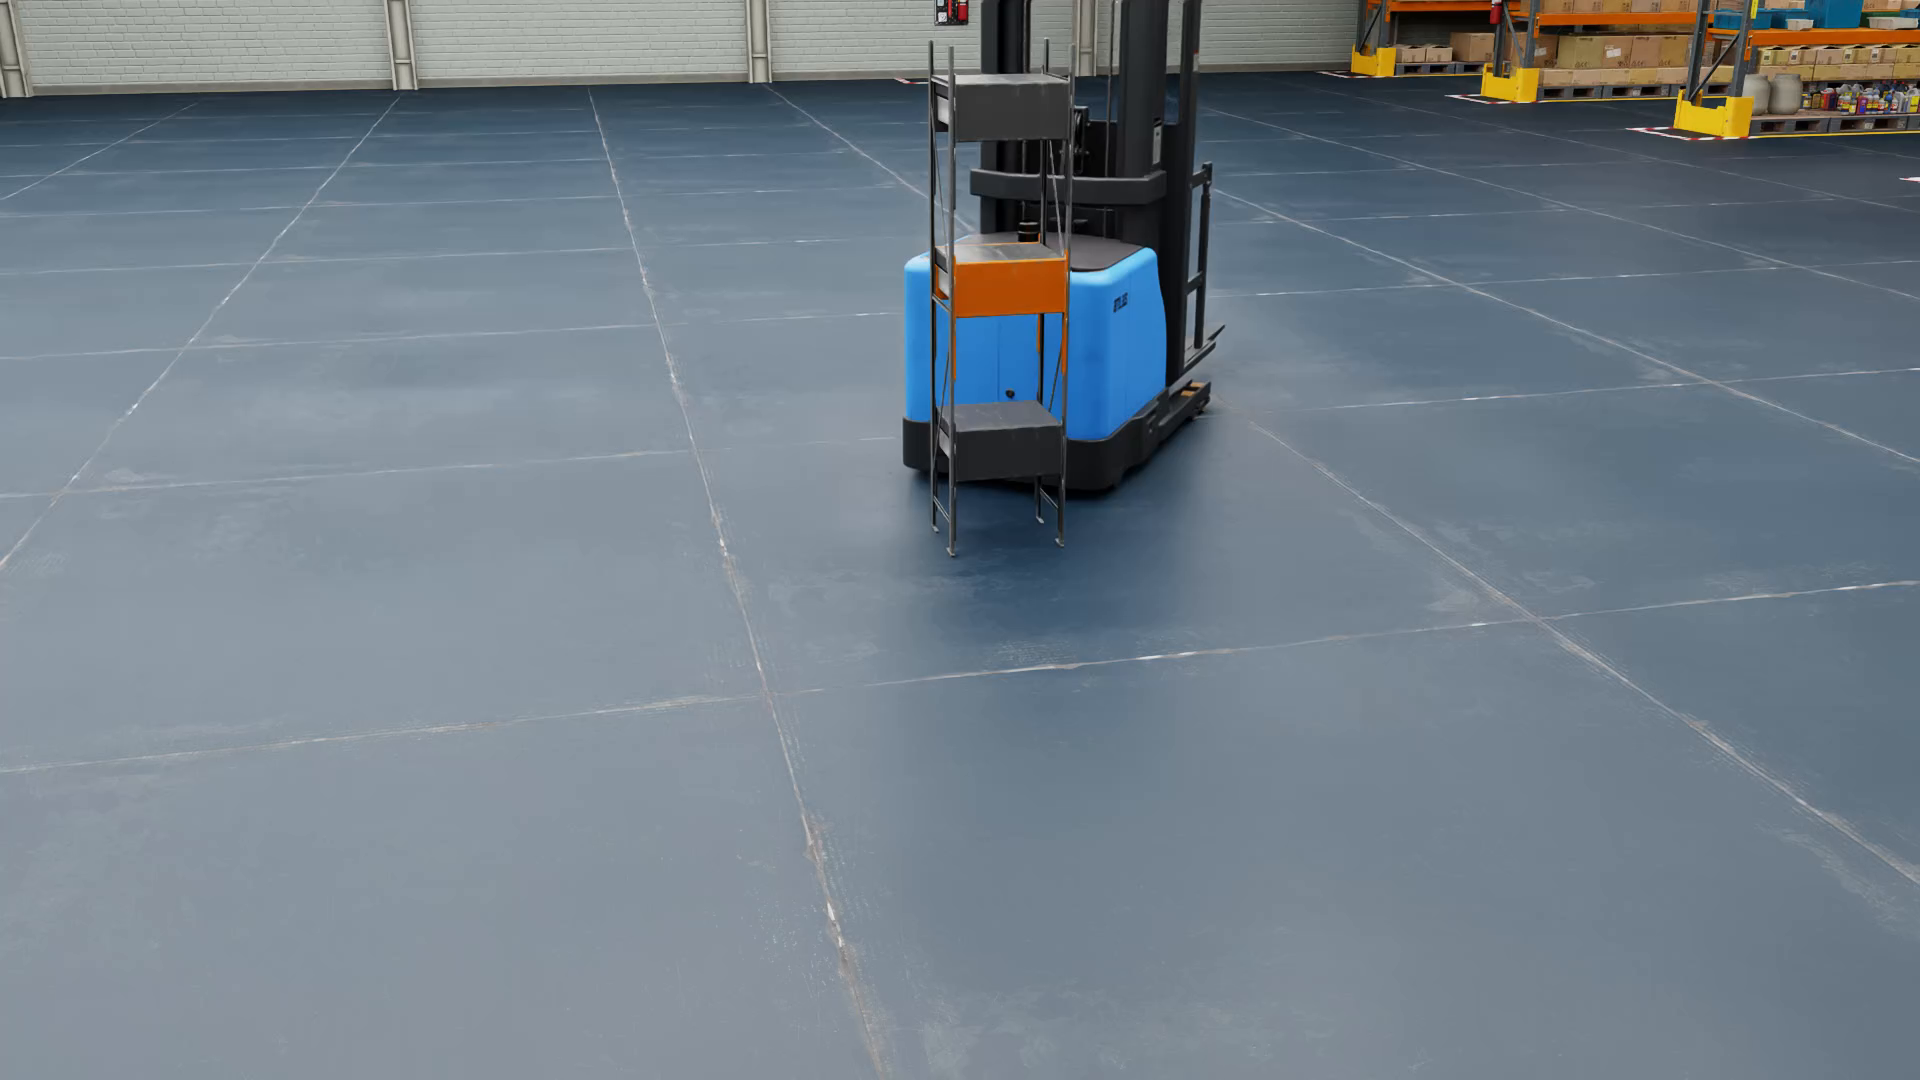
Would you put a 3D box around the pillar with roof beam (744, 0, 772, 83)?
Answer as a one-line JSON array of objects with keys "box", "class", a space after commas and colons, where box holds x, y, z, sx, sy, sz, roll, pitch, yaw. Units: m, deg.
[{"box": [-2.558, -10.908, 24.010, 0.400, 9.000, 9.100, -5, 21, -12], "class": "pillar with roof beam"}]

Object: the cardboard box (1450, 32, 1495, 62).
[{"box": [9.621, -9.281, 31.284, 0.500, 0.500, 0.700, -6, 21, -16], "class": "cardboard box"}]

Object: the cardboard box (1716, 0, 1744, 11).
[{"box": [12.253, -8.805, 26.846, 0.500, 0.500, 0.700, -5, 21, -14], "class": "cardboard box"}]

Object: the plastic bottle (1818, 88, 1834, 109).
[{"box": [11.865, -6.051, 22.793, 0.135, 0.276, 0.152, -4, 21, -12], "class": "plastic bottle"}]

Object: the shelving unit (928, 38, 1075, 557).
[{"box": [0.161, -0.999, 6.989, 0.503, 2.100, 0.431, -5, 21, -12], "class": "shelving unit"}]

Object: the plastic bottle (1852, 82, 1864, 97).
[{"box": [12.341, -6.127, 22.890, 0.185, 0.351, 0.144, -5, 21, -13], "class": "plastic bottle"}]

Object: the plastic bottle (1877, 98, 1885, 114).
[{"box": [12.290, -5.795, 22.203, 0.097, 0.201, 0.097, 0, 20, 0], "class": "plastic bottle"}]

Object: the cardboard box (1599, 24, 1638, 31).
[{"box": [12.680, -9.938, 31.989, 0.500, 0.250, 0.500, -5, 21, -14], "class": "cardboard box"}]

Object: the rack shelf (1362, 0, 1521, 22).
[{"box": [9.593, -9.957, 31.183, 4.000, 0.370, 1.077, -5, 21, -12], "class": "rack shelf"}]

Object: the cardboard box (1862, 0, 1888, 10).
[{"box": [14.947, -9.021, 27.435, 0.500, 0.500, 0.500, -6, 21, -15], "class": "cardboard box"}]

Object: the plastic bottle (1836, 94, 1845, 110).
[{"box": [12.047, -5.987, 22.726, 0.097, 0.201, 0.097, 0, 20, 0], "class": "plastic bottle"}]

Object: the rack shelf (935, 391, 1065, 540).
[{"box": [0.161, -0.329, 7.235, 0.480, 0.518, 0.431, -5, 21, -12], "class": "rack shelf"}]

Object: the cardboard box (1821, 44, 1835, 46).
[{"box": [14.492, -8.214, 27.948, 0.500, 0.311, 0.500, -5, 21, -13], "class": "cardboard box"}]

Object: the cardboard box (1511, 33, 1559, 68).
[{"box": [9.244, -7.879, 26.760, 0.500, 0.500, 0.500, -5, 21, -12], "class": "cardboard box"}]

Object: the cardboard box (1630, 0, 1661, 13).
[{"box": [10.754, -8.682, 26.510, 0.500, 0.500, 0.700, -4, 21, -11], "class": "cardboard box"}]

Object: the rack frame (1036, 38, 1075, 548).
[{"box": [0.399, -1.018, 7.042, 0.015, 2.100, 0.400, -5, 21, -12], "class": "rack frame"}]

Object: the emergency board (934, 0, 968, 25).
[{"box": [-0.123, -9.824, 29.773, 0.643, 1.169, 0.194, -5, 21, -12], "class": "emergency board"}]

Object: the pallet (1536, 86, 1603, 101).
[{"box": [9.525, -7.244, 26.784, 1.213, 0.211, 1.003, -5, 21, -12], "class": "pallet"}]

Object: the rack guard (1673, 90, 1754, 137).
[{"box": [9.990, -5.669, 22.063, 0.348, 0.500, 1.175, -5, 21, -12], "class": "rack guard"}]

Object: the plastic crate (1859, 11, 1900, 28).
[{"box": [12.433, -7.025, 22.439, 0.662, 0.188, 0.450, -5, 21, -12], "class": "plastic crate"}]

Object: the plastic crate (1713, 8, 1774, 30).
[{"box": [10.345, -6.891, 21.981, 0.616, 0.251, 0.499, -5, 21, -12], "class": "plastic crate"}]

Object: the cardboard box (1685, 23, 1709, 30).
[{"box": [14.175, -10.057, 32.311, 0.500, 0.250, 0.500, -4, 21, -11], "class": "cardboard box"}]

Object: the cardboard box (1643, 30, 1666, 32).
[{"box": [13.249, -9.635, 32.250, 0.500, 0.500, 0.700, -4, 21, -12], "class": "cardboard box"}]

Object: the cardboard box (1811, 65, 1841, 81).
[{"box": [14.134, -7.733, 27.450, 0.500, 0.250, 0.500, -5, 21, -14], "class": "cardboard box"}]

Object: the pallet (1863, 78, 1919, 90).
[{"box": [15.766, -7.751, 28.167, 1.213, 0.211, 1.003, -5, 21, -12], "class": "pallet"}]

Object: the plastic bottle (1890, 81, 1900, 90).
[{"box": [12.938, -6.175, 23.023, 0.185, 0.351, 0.144, -4, 21, -11], "class": "plastic bottle"}]

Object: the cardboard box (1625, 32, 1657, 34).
[{"box": [11.187, -8.043, 27.207, 0.500, 0.500, 0.500, -5, 21, -12], "class": "cardboard box"}]

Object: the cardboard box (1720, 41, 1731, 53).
[{"box": [14.744, -9.729, 32.506, 0.500, 0.500, 0.700, -4, 21, -12], "class": "cardboard box"}]

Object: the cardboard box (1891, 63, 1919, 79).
[{"box": [15.619, -7.853, 27.779, 0.500, 0.250, 0.500, -5, 21, -13], "class": "cardboard box"}]

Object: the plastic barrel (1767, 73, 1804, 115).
[{"box": [11.037, -5.967, 22.250, 0.421, 0.512, 0.421, 0, 20, 0], "class": "plastic barrel"}]

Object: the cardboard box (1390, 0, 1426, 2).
[{"box": [8.195, -10.008, 30.464, 0.500, 0.250, 0.500, -5, 21, -14], "class": "cardboard box"}]

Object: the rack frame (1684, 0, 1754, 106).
[{"box": [9.927, -6.821, 21.574, 0.127, 3.000, 1.000, -5, 21, -12], "class": "rack frame"}]

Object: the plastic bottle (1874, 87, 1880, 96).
[{"box": [12.620, -6.099, 22.930, 0.097, 0.271, 0.097, 0, 20, 0], "class": "plastic bottle"}]

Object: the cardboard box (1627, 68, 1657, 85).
[{"box": [10.824, -7.471, 26.737, 0.500, 0.250, 0.500, -5, 21, -12], "class": "cardboard box"}]

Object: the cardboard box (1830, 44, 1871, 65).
[{"box": [14.638, -8.037, 27.464, 0.500, 0.311, 0.500, -4, 21, -11], "class": "cardboard box"}]

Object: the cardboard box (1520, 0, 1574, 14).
[{"box": [9.248, -8.559, 26.173, 0.500, 0.500, 0.700, -5, 21, -12], "class": "cardboard box"}]

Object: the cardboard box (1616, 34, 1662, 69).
[{"box": [10.824, -7.823, 26.607, 0.500, 0.500, 0.500, -5, 21, -12], "class": "cardboard box"}]

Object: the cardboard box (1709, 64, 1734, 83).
[{"box": [12.282, -7.592, 27.066, 0.500, 0.250, 0.500, -5, 21, -12], "class": "cardboard box"}]

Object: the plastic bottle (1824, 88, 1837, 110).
[{"box": [11.890, -6.019, 22.695, 0.133, 0.283, 0.061, -5, 21, -12], "class": "plastic bottle"}]

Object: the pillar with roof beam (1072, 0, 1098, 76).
[{"box": [3.281, -11.383, 25.306, 0.400, 9.000, 9.100, -5, 21, -12], "class": "pillar with roof beam"}]

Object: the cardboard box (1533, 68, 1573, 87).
[{"box": [9.364, -7.353, 26.414, 0.500, 0.250, 0.500, -5, 21, -12], "class": "cardboard box"}]

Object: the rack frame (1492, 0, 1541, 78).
[{"box": [8.791, -8.479, 26.101, 0.127, 3.000, 1.000, -5, 21, -12], "class": "rack frame"}]

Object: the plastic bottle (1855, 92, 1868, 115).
[{"box": [11.987, -5.803, 22.104, 0.133, 0.283, 0.061, -4, 21, -12], "class": "plastic bottle"}]

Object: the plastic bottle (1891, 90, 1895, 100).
[{"box": [12.574, -5.904, 22.381, 0.133, 0.283, 0.061, -5, 21, -12], "class": "plastic bottle"}]

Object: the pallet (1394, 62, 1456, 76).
[{"box": [8.520, -8.886, 31.266, 1.213, 0.211, 1.003, -5, 21, -12], "class": "pallet"}]

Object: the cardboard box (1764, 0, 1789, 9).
[{"box": [13.152, -8.779, 27.137, 0.500, 0.250, 0.500, -3, 20, -9], "class": "cardboard box"}]

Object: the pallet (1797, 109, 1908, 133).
[{"box": [11.967, -5.691, 22.544, 1.213, 0.211, 1.003, -5, 21, -12], "class": "pallet"}]

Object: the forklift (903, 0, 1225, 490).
[{"box": [0.754, -2.077, 8.724, 1.130, 2.935, 3.031, 8, 22, 21], "class": "forklift"}]

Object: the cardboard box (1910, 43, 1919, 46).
[{"box": [16.123, -8.158, 27.795, 0.500, 0.311, 0.500, -4, 21, -11], "class": "cardboard box"}]

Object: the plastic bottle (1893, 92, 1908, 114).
[{"box": [12.599, -5.865, 22.286, 0.135, 0.276, 0.152, -4, 21, -11], "class": "plastic bottle"}]

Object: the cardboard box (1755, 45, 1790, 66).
[{"box": [13.143, -7.914, 27.131, 0.500, 0.311, 0.500, -5, 21, -12], "class": "cardboard box"}]
